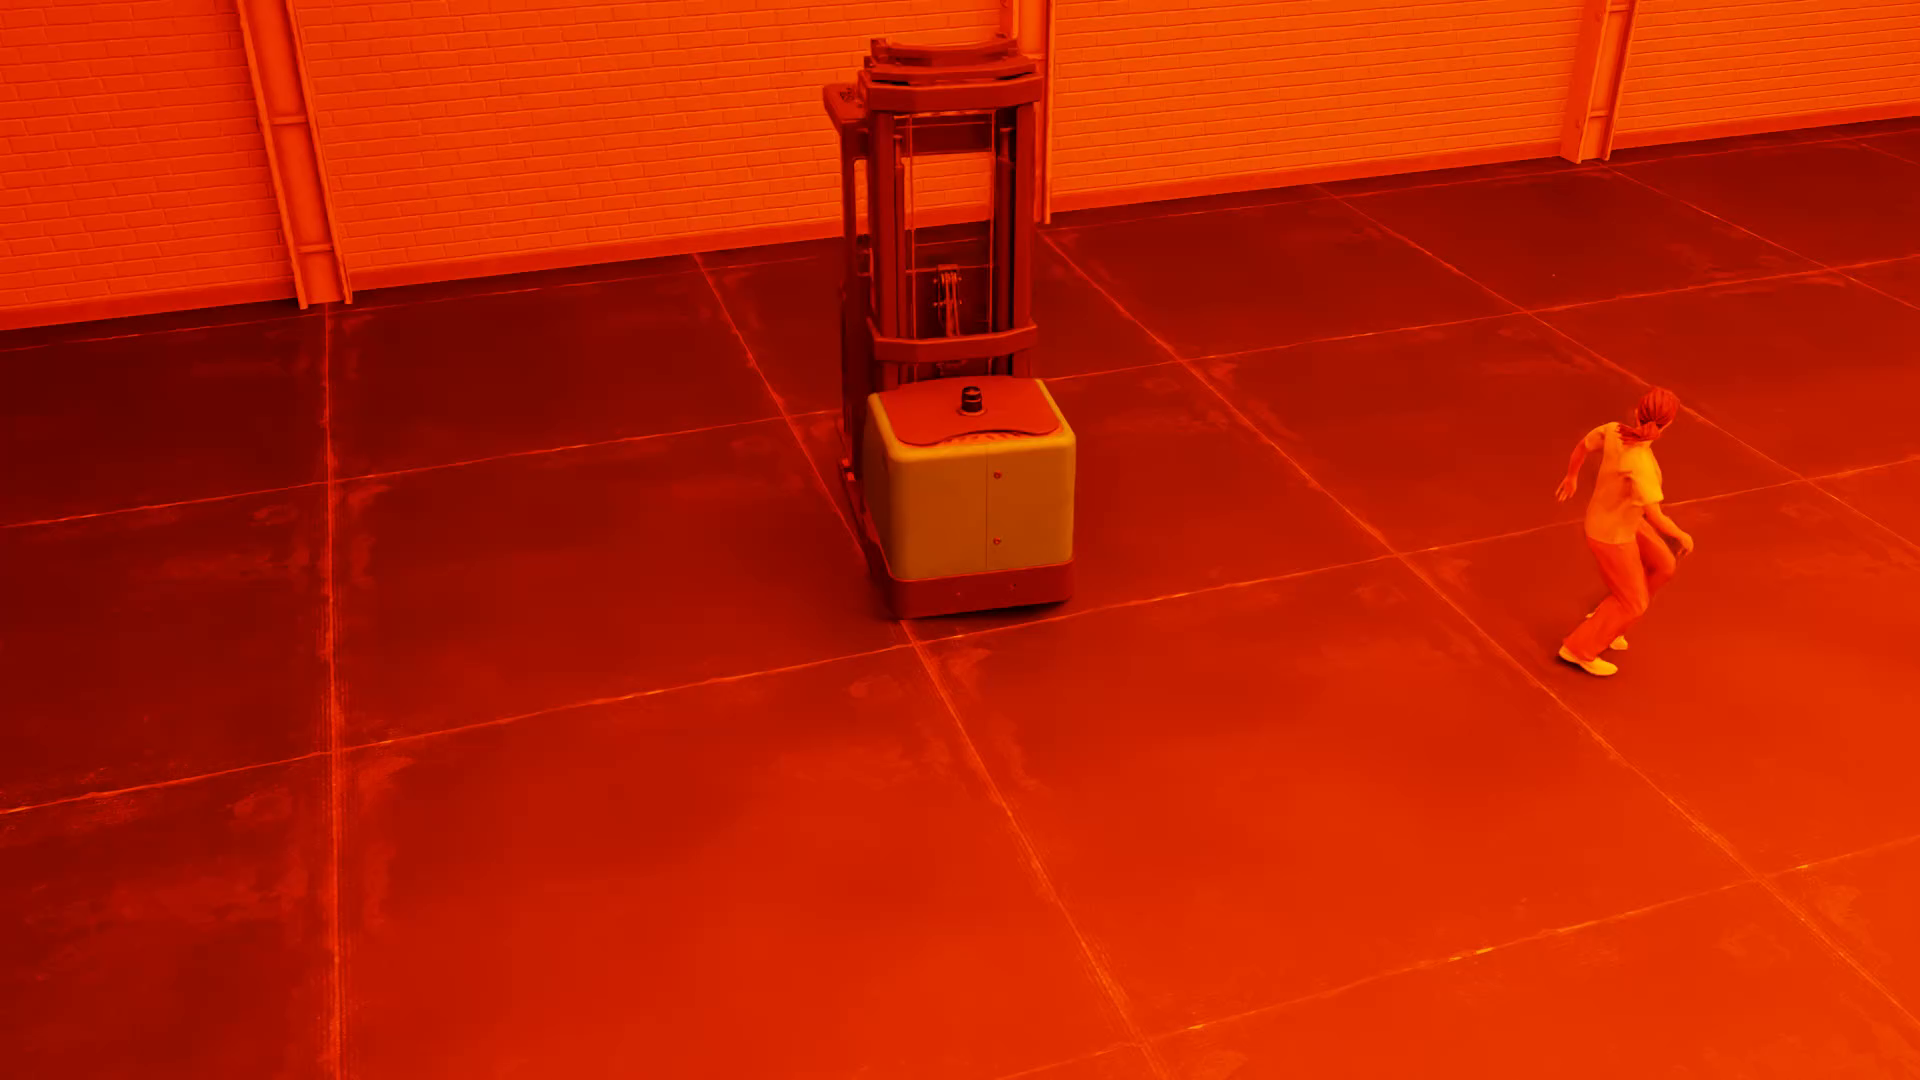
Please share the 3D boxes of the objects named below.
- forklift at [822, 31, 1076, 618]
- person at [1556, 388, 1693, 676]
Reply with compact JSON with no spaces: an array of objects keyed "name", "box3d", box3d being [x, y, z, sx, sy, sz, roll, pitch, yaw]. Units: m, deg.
[{"name":"forklift","box3d":[-0.172,-1.561,9.799,1.130,2.935,3.031,-6,30,-10]},{"name":"person","box3d":[3.392,-0.048,8.526,0.663,1.618,0.632,9,31,16]}]
